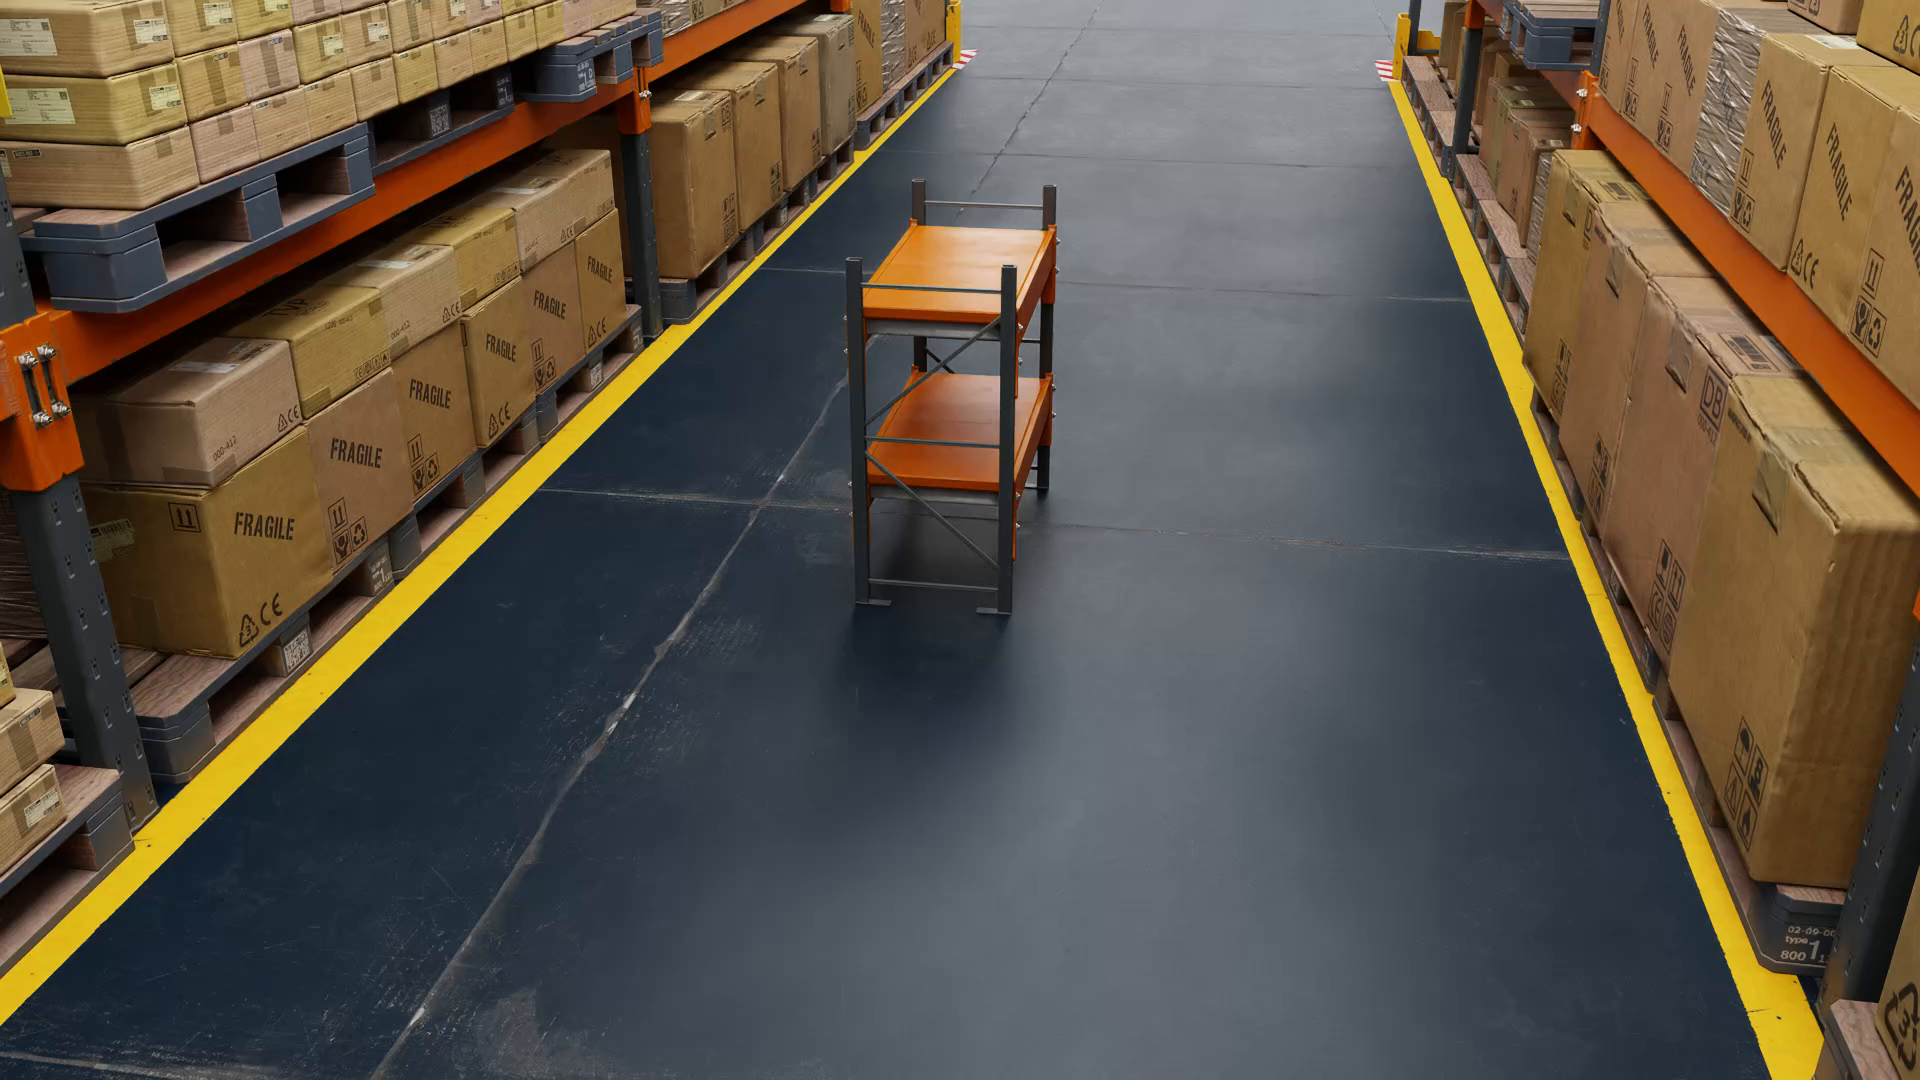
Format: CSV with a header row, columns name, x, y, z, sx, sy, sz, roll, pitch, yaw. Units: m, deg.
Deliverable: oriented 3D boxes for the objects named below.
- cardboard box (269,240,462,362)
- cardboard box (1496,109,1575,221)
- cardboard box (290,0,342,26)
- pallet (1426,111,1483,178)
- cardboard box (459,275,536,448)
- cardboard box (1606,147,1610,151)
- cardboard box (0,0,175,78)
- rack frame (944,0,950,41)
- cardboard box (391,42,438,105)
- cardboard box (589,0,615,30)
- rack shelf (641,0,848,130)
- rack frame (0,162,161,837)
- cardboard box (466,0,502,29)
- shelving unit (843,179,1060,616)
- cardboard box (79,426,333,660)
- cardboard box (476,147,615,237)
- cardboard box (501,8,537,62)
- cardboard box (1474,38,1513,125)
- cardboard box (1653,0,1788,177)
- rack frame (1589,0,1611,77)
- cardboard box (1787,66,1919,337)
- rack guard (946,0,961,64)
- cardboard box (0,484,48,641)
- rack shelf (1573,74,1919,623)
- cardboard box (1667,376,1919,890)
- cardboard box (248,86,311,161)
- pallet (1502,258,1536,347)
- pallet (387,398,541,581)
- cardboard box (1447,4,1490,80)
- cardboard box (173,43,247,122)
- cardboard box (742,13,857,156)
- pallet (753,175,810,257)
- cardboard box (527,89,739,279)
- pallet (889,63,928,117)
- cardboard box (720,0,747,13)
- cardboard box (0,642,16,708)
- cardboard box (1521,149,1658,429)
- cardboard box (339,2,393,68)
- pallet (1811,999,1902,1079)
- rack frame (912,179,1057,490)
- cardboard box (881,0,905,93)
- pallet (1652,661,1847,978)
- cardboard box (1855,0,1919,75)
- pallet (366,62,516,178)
name,x,y,z,sx,sy,sz,roll,pitch,yaw
cardboard box,-2.000,-0.796,5.480,0.500,0.250,0.500,5,26,11
cardboard box,3.322,-2.011,8.938,0.700,0.500,0.500,2,25,4
cardboard box,-1.908,-1.478,4.470,0.380,0.149,0.250,4,25,8
pallet,3.706,-2.652,11.166,1.003,0.211,1.213,4,25,9
cardboard box,-1.908,-0.670,6.096,0.500,0.500,0.500,3,25,6
cardboard box,3.057,-1.648,7.277,0.500,0.250,0.500,5,26,11
cardboard box,-2.035,-1.150,3.768,0.380,0.149,0.250,5,26,11
rack frame,-0.592,-5.690,14.368,1.000,3.000,0.127,4,25,9
cardboard box,-1.827,-1.427,5.062,0.380,0.149,0.250,4,25,8
cardboard box,-1.569,-2.079,6.454,0.380,0.149,0.250,4,25,8
rack shelf,-1.573,-2.855,9.160,1.077,0.370,4.000,4,25,9
rack frame,-2.553,-0.671,3.646,1.000,3.000,0.127,4,25,9
cardboard box,-1.740,-1.778,5.460,0.380,0.149,0.250,5,25,10
shelving unit,-0.001,-0.507,5.506,0.538,1.125,1.048,4,25,9
cardboard box,-2.171,-0.020,4.708,0.500,0.500,0.500,5,26,11
cardboard box,-1.753,-1.438,6.852,0.500,0.250,0.500,3,25,7
cardboard box,-1.697,-1.755,5.761,0.380,0.149,0.250,3,25,6
cardboard box,3.822,-3.094,11.275,0.500,0.500,0.500,13,28,25
cardboard box,2.467,-1.389,5.061,0.500,0.500,0.500,4,25,8
rack frame,2.977,-1.958,6.396,1.000,3.000,0.127,4,25,9
cardboard box,2.218,-0.752,3.700,0.500,0.500,0.500,5,26,10
rack guard,-0.588,-4.568,14.920,1.175,0.500,0.348,4,25,9
cardboard box,-2.681,-0.057,4.786,0.500,0.500,0.500,4,25,8
rack shelf,2.650,-0.796,4.761,1.077,0.370,4.000,4,25,9
cardboard box,2.408,0.218,3.758,1.225,0.875,0.875,4,25,9
cardboard box,-1.951,-1.101,4.366,0.380,0.149,0.250,4,25,9
pallet,3.106,-1.022,7.685,1.003,0.211,1.213,4,25,9
pallet,-2.230,-0.246,6.026,1.003,0.211,1.213,4,25,9
cardboard box,4.102,-3.850,12.890,0.500,0.500,0.500,11,27,22
cardboard box,-1.995,-1.124,4.063,0.380,0.149,0.250,4,25,7
cardboard box,-1.259,-2.923,10.614,1.050,0.750,0.750,4,25,8
pallet,-1.495,-1.915,9.592,1.003,0.211,1.213,4,25,9
cardboard box,-1.711,-1.764,8.139,1.050,0.750,0.750,4,25,8
pallet,-0.847,-3.579,13.147,1.003,0.211,1.213,4,25,9
cardboard box,-1.397,-2.982,8.465,0.500,0.500,0.500,4,25,8
cardboard box,-2.355,0.327,3.679,0.380,0.149,0.250,5,25,10
cardboard box,2.844,-0.899,6.144,1.225,0.875,0.875,3,25,6
cardboard box,-1.869,-1.454,4.767,0.380,0.149,0.250,5,26,11
pallet,2.122,1.290,2.745,1.003,0.211,1.213,4,25,9
rack frame,0.082,-0.719,5.960,0.500,1.125,0.032,4,25,9
cardboard box,-0.930,-3.881,12.513,0.875,0.875,0.875,4,25,9
pallet,2.375,0.649,4.113,1.003,0.211,1.213,4,25,9
cardboard box,2.543,-1.339,3.771,0.797,0.503,0.637,4,25,9
pallet,-2.183,-1.427,5.486,1.003,0.211,1.213,4,25,9
